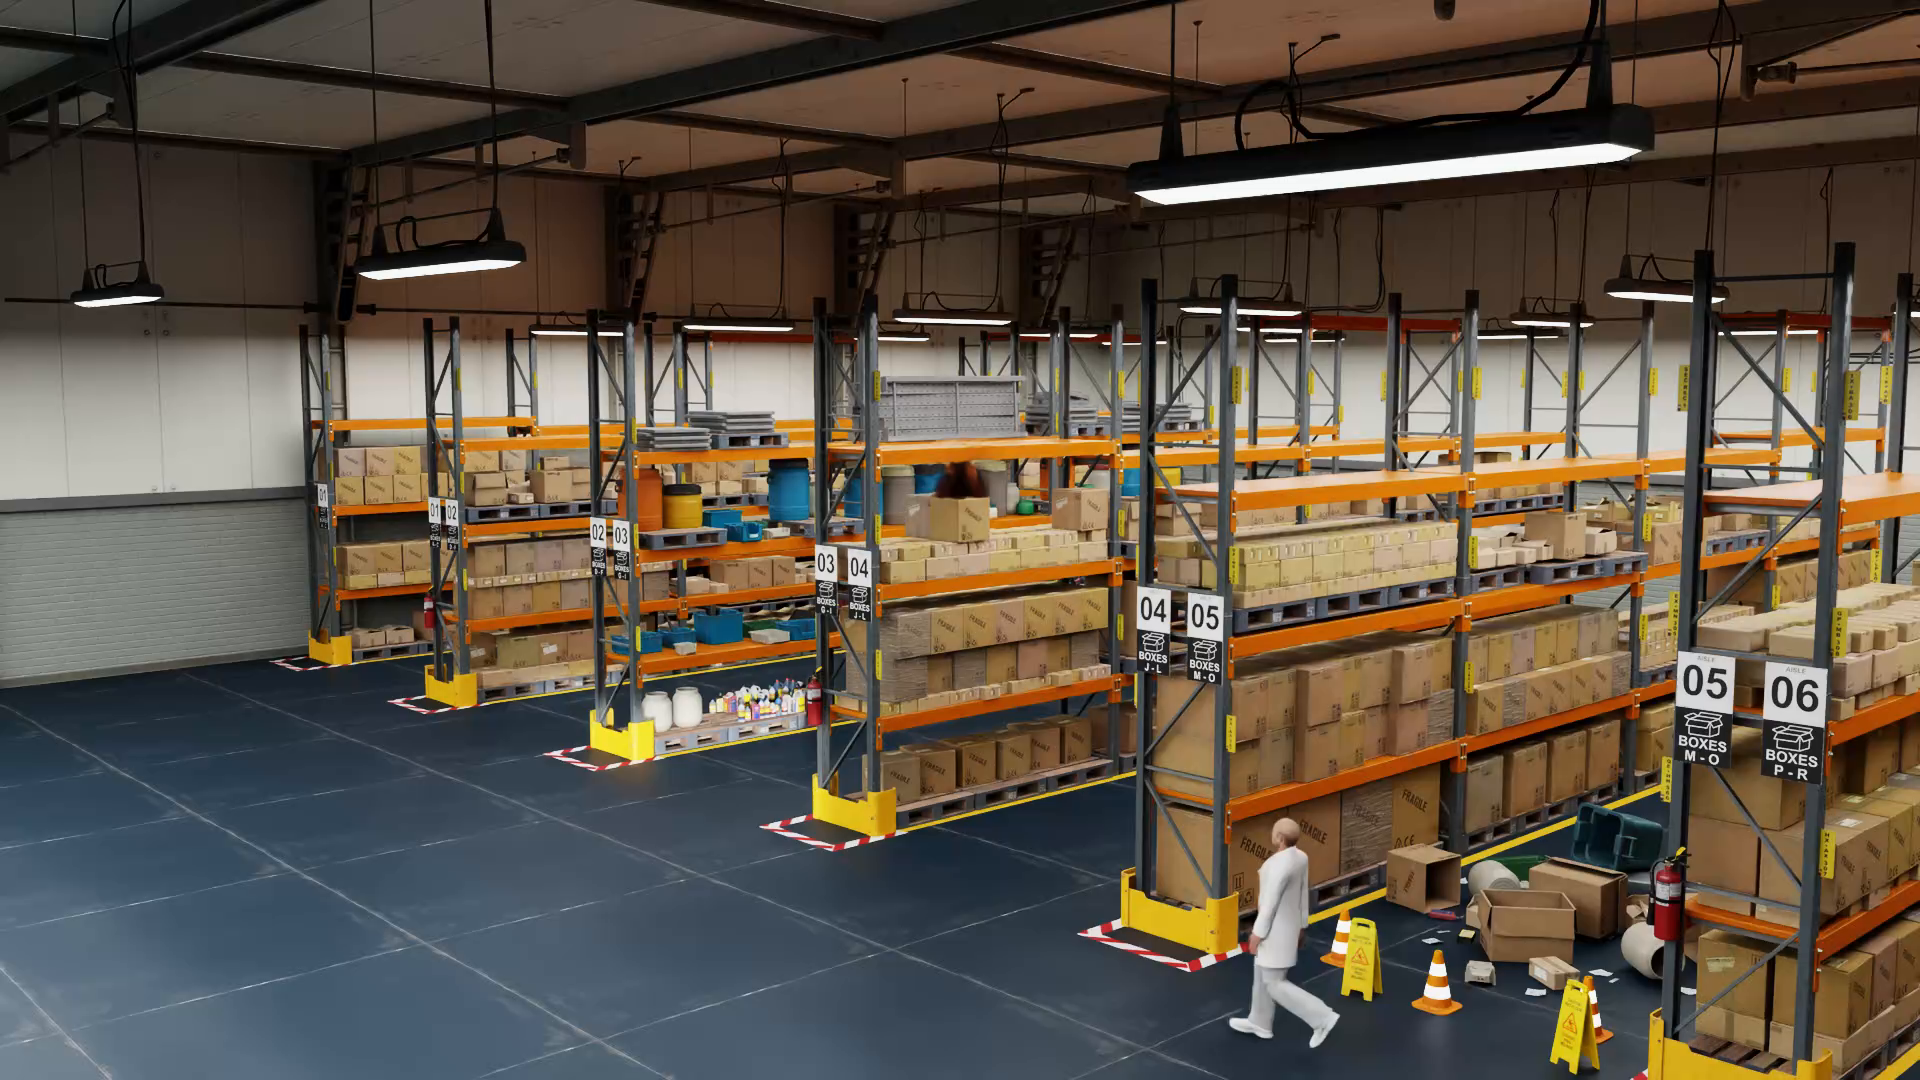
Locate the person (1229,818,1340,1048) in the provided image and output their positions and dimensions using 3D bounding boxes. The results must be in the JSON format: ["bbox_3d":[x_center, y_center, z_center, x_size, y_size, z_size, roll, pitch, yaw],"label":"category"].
[{"bbox_3d":[2.488,2.999,12.738,0.910,1.762,0.559,3,6,24],"label":"person"}]

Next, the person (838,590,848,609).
[{"bbox_3d":[-2.353,0.888,34.743,0.865,1.532,0.388,-4,7,-37],"label":"person"}]
